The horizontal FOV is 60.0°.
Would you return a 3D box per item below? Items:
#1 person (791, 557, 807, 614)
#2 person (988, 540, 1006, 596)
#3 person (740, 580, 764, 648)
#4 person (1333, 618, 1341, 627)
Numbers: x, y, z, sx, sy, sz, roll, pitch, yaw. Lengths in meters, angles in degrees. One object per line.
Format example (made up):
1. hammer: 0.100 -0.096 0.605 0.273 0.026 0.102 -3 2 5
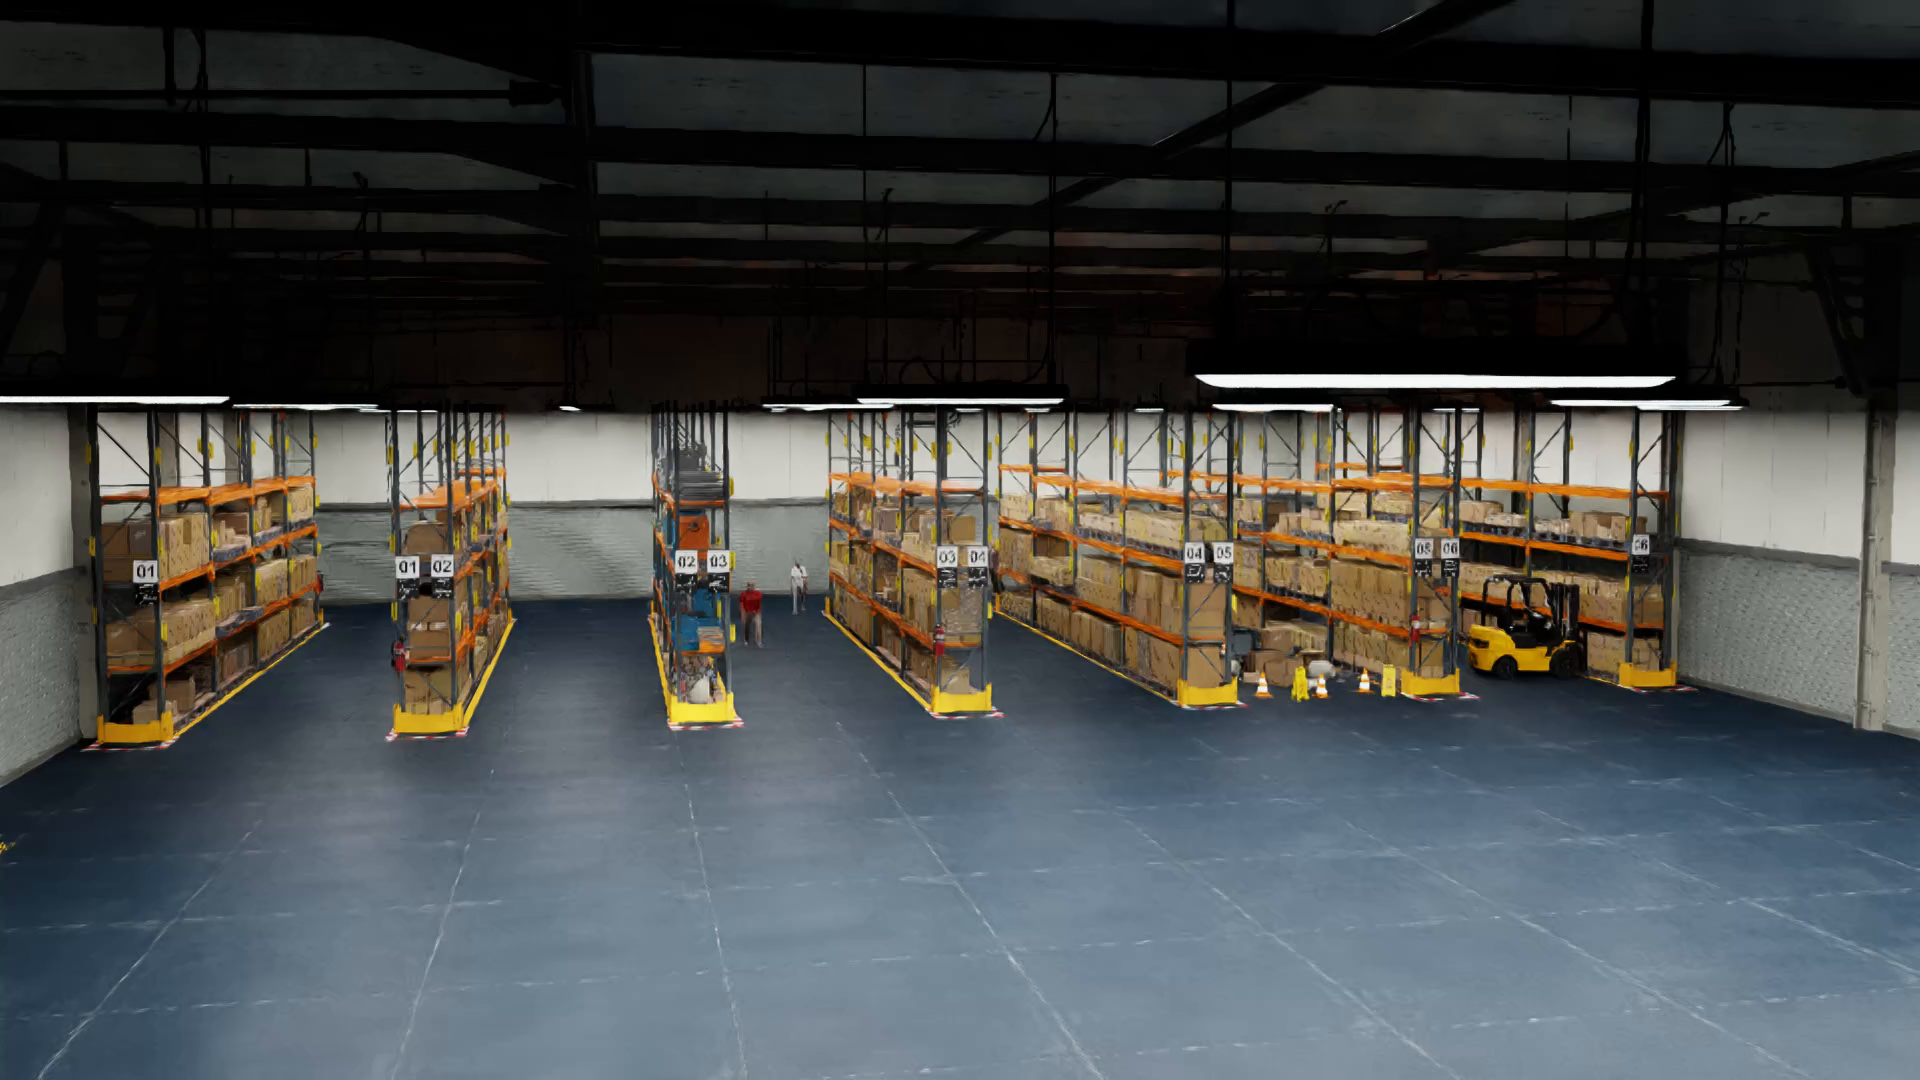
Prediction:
1. person: -4.635 1.299 47.898 0.494 1.627 1.054 0 4 0
2. person: 1.160 0.974 52.409 0.745 1.579 0.533 4 6 44
3. person: -5.130 1.800 40.845 0.547 1.640 1.116 -1 4 -14
4. person: 10.177 1.521 44.537 0.555 1.664 0.586 1 4 14
